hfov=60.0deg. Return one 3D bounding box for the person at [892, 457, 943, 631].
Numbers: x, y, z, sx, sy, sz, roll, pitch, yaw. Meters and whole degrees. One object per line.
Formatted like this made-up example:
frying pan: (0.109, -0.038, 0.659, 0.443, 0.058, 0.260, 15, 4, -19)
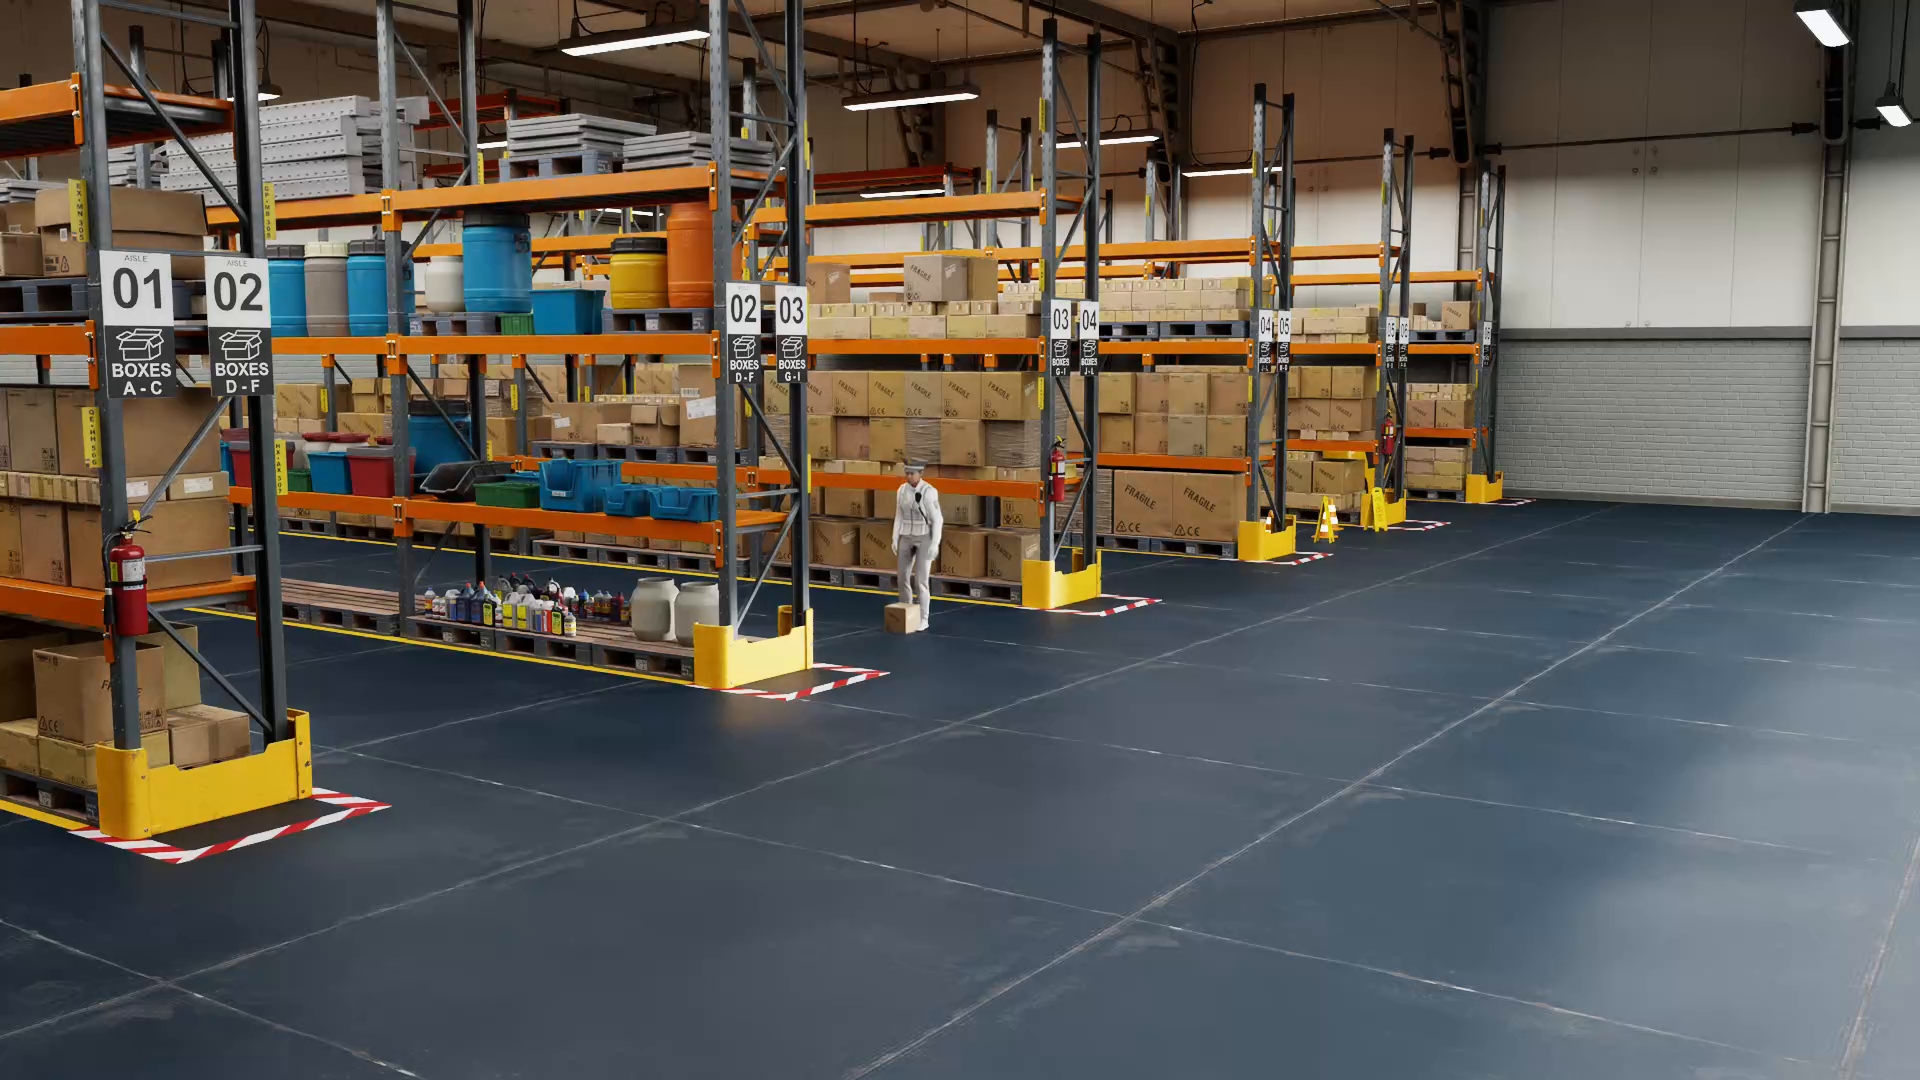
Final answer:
person: (-0.433, 0.030, 16.028, 0.528, 1.662, 0.414, 4, 7, 31)
